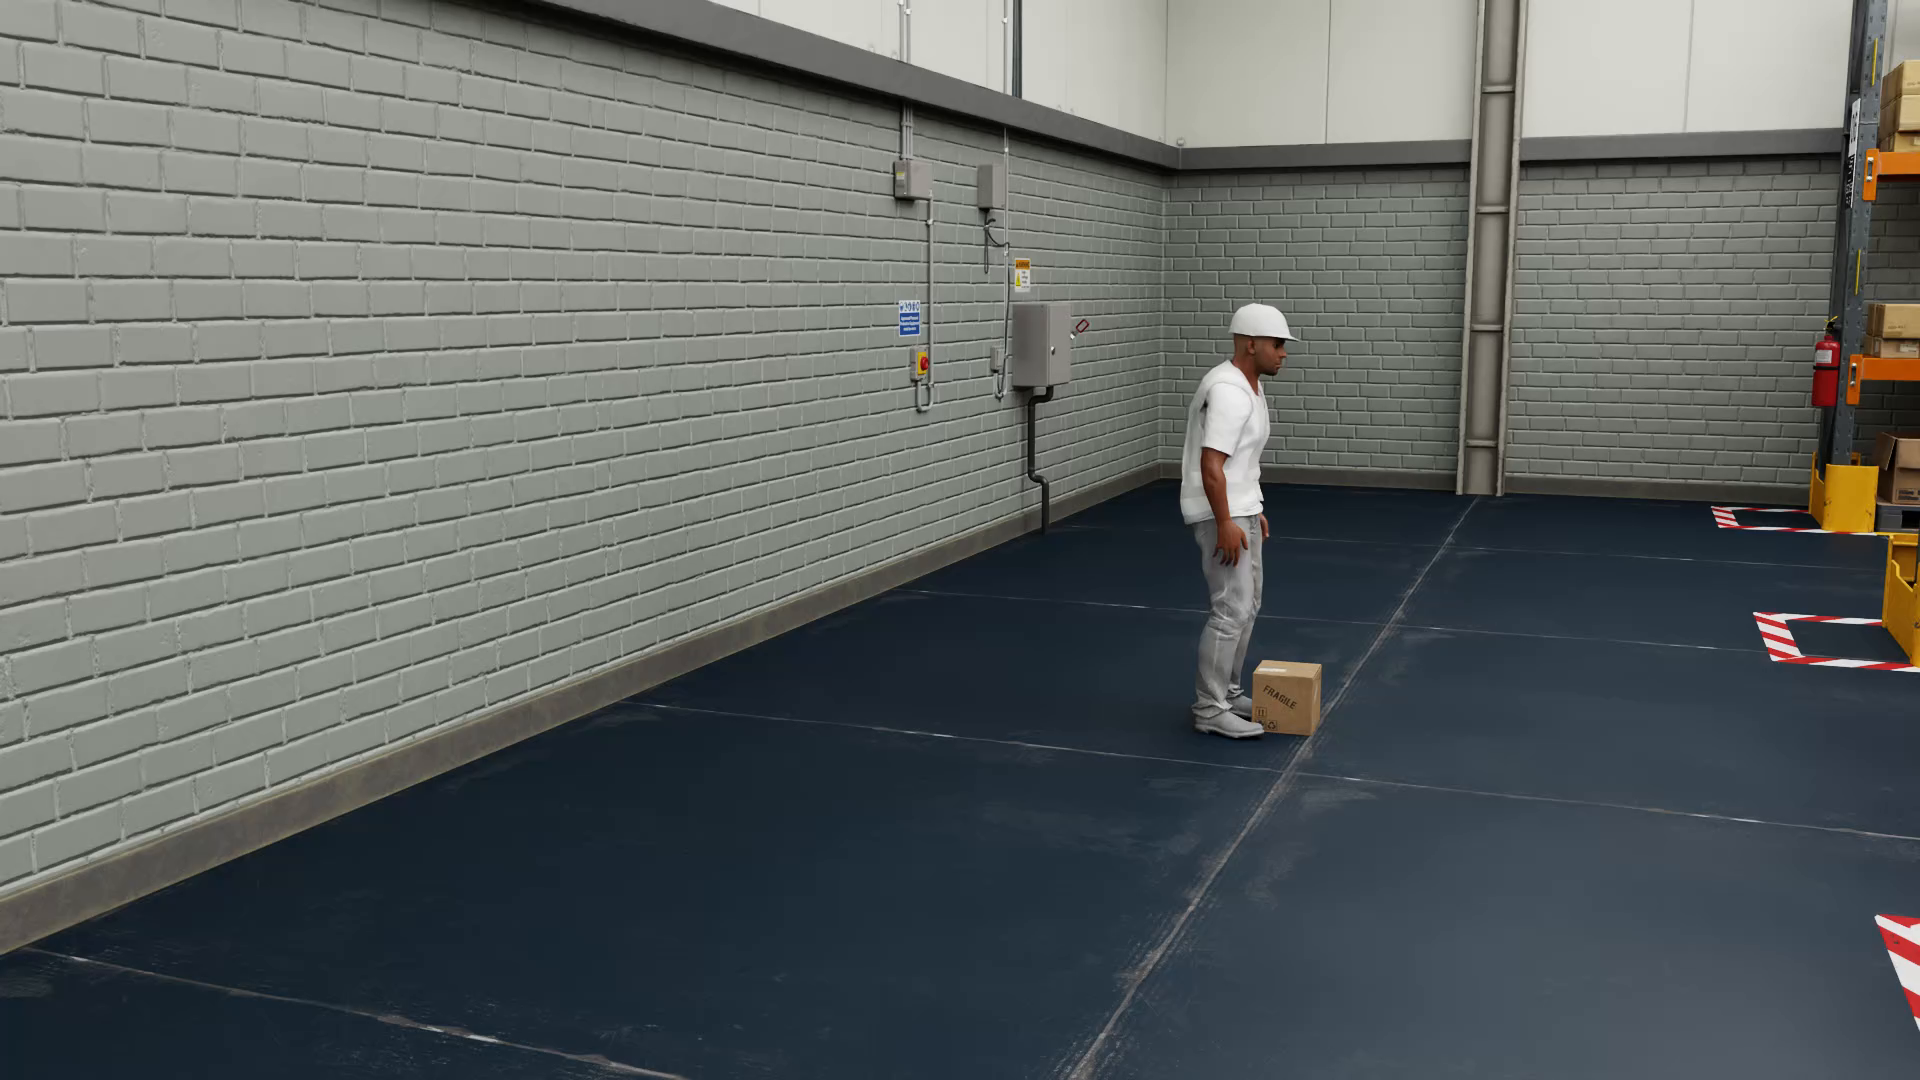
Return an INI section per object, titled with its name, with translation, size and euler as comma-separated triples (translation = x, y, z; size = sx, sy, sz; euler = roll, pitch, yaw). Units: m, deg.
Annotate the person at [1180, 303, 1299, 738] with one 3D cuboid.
[person]
translation = 1.155, -0.095, 6.921
size = 0.459, 1.757, 0.627
euler = 3, 9, 21
